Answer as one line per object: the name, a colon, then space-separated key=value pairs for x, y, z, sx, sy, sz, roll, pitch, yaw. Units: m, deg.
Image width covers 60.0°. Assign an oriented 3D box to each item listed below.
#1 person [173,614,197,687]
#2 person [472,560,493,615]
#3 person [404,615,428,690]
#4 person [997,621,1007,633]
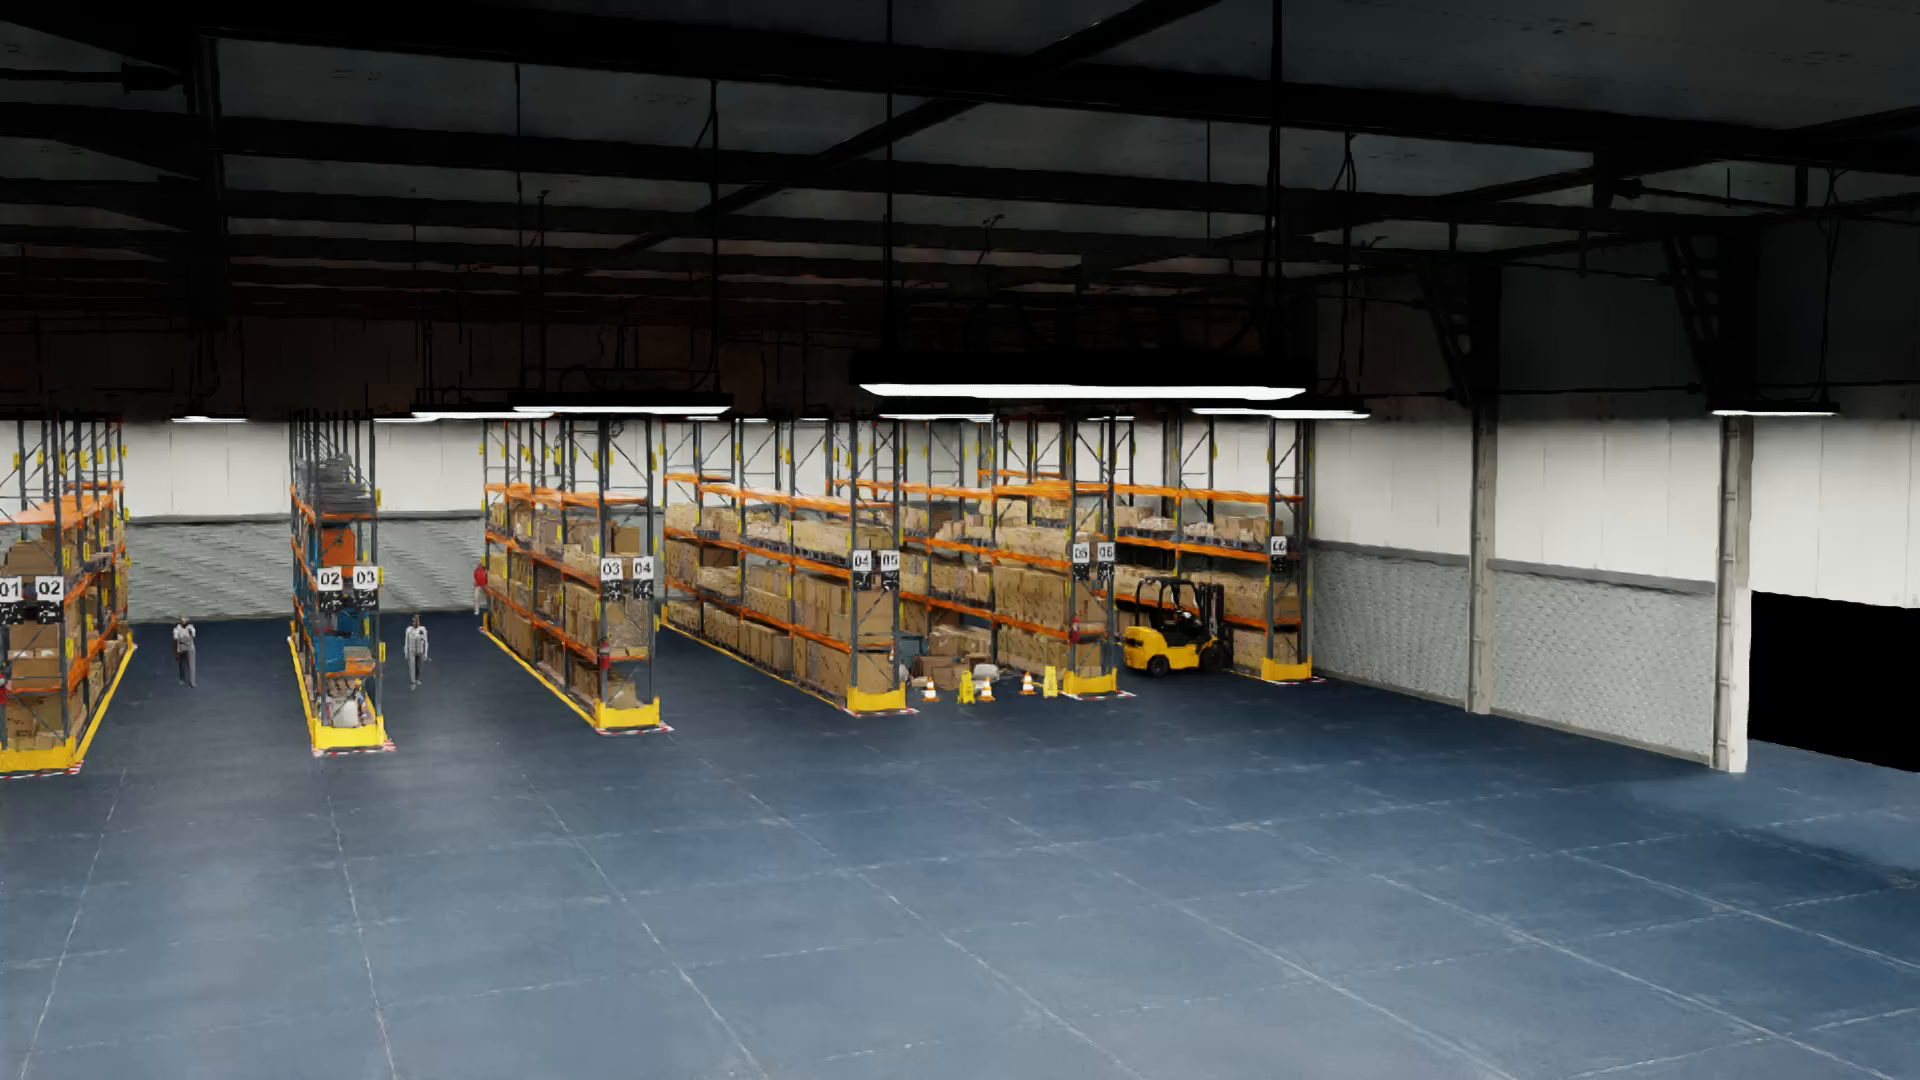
person: x=-16.821 y=2.376 z=36.091 sx=0.455 sy=1.577 sz=1.089 roll=-2 pitch=4 yaw=-26
person: x=-14.265 y=1.405 z=49.745 sx=0.584 sy=1.664 sz=0.978 roll=0 pitch=4 yaw=-3
person: x=-11.732 y=2.393 z=35.920 sx=0.488 sy=1.590 sz=1.088 roll=-2 pitch=4 yaw=-25
person: x=1.115 y=1.894 z=43.496 sx=0.477 sy=1.641 sz=0.349 roll=3 pitch=5 yaw=37
